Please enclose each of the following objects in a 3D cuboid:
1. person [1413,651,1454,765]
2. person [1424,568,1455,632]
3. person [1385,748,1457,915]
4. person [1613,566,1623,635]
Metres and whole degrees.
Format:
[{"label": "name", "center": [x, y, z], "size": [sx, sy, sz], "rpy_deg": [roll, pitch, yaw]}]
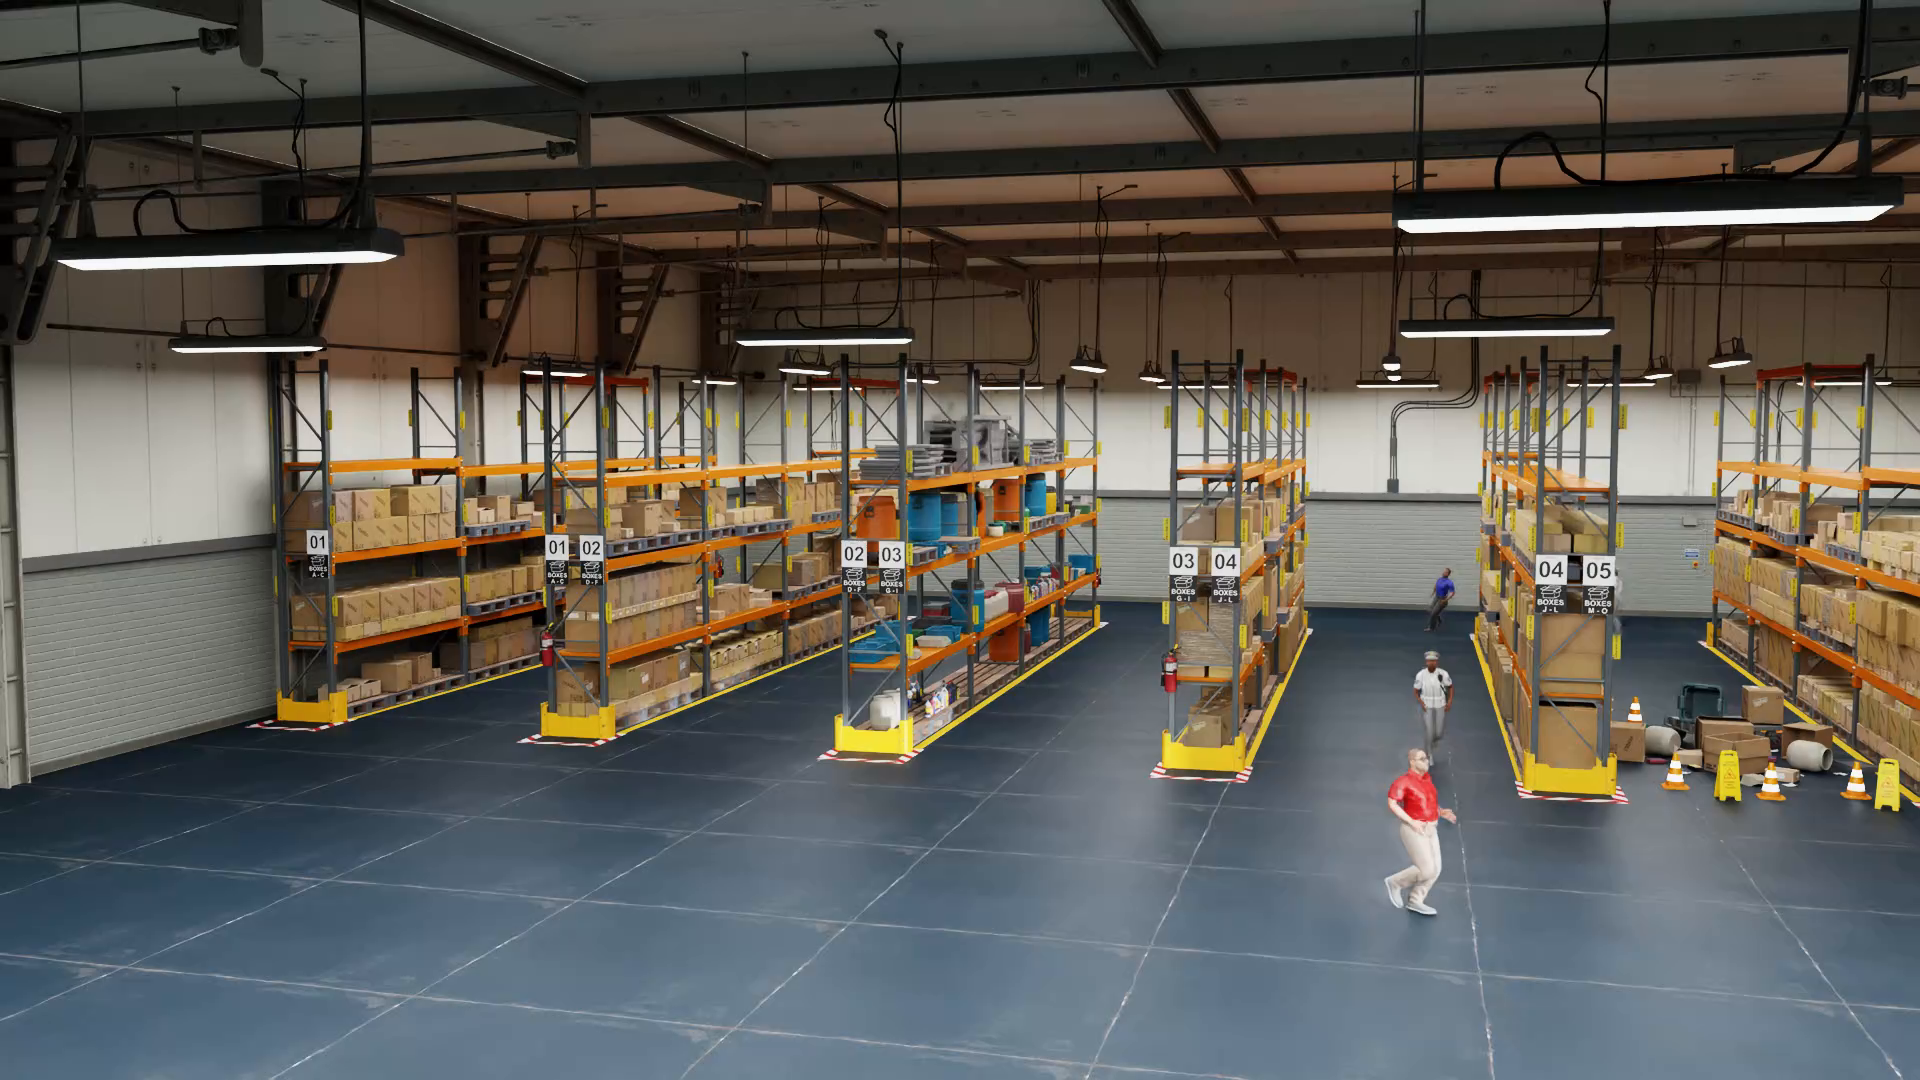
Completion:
[{"label": "person", "center": [6.908, 2.437, 24.285], "size": [0.584, 1.671, 0.634], "rpy_deg": [1, 4, 12]}, {"label": "person", "center": [11.359, 1.414, 39.133], "size": [0.588, 1.548, 0.764], "rpy_deg": [-3, 5, -32]}, {"label": "person", "center": [4.660, 2.950, 16.844], "size": [0.619, 1.676, 0.658], "rpy_deg": [4, 6, 44]}, {"label": "person", "center": [15.110, 1.394, 38.608], "size": [0.549, 1.666, 0.598], "rpy_deg": [1, 4, 19]}]
